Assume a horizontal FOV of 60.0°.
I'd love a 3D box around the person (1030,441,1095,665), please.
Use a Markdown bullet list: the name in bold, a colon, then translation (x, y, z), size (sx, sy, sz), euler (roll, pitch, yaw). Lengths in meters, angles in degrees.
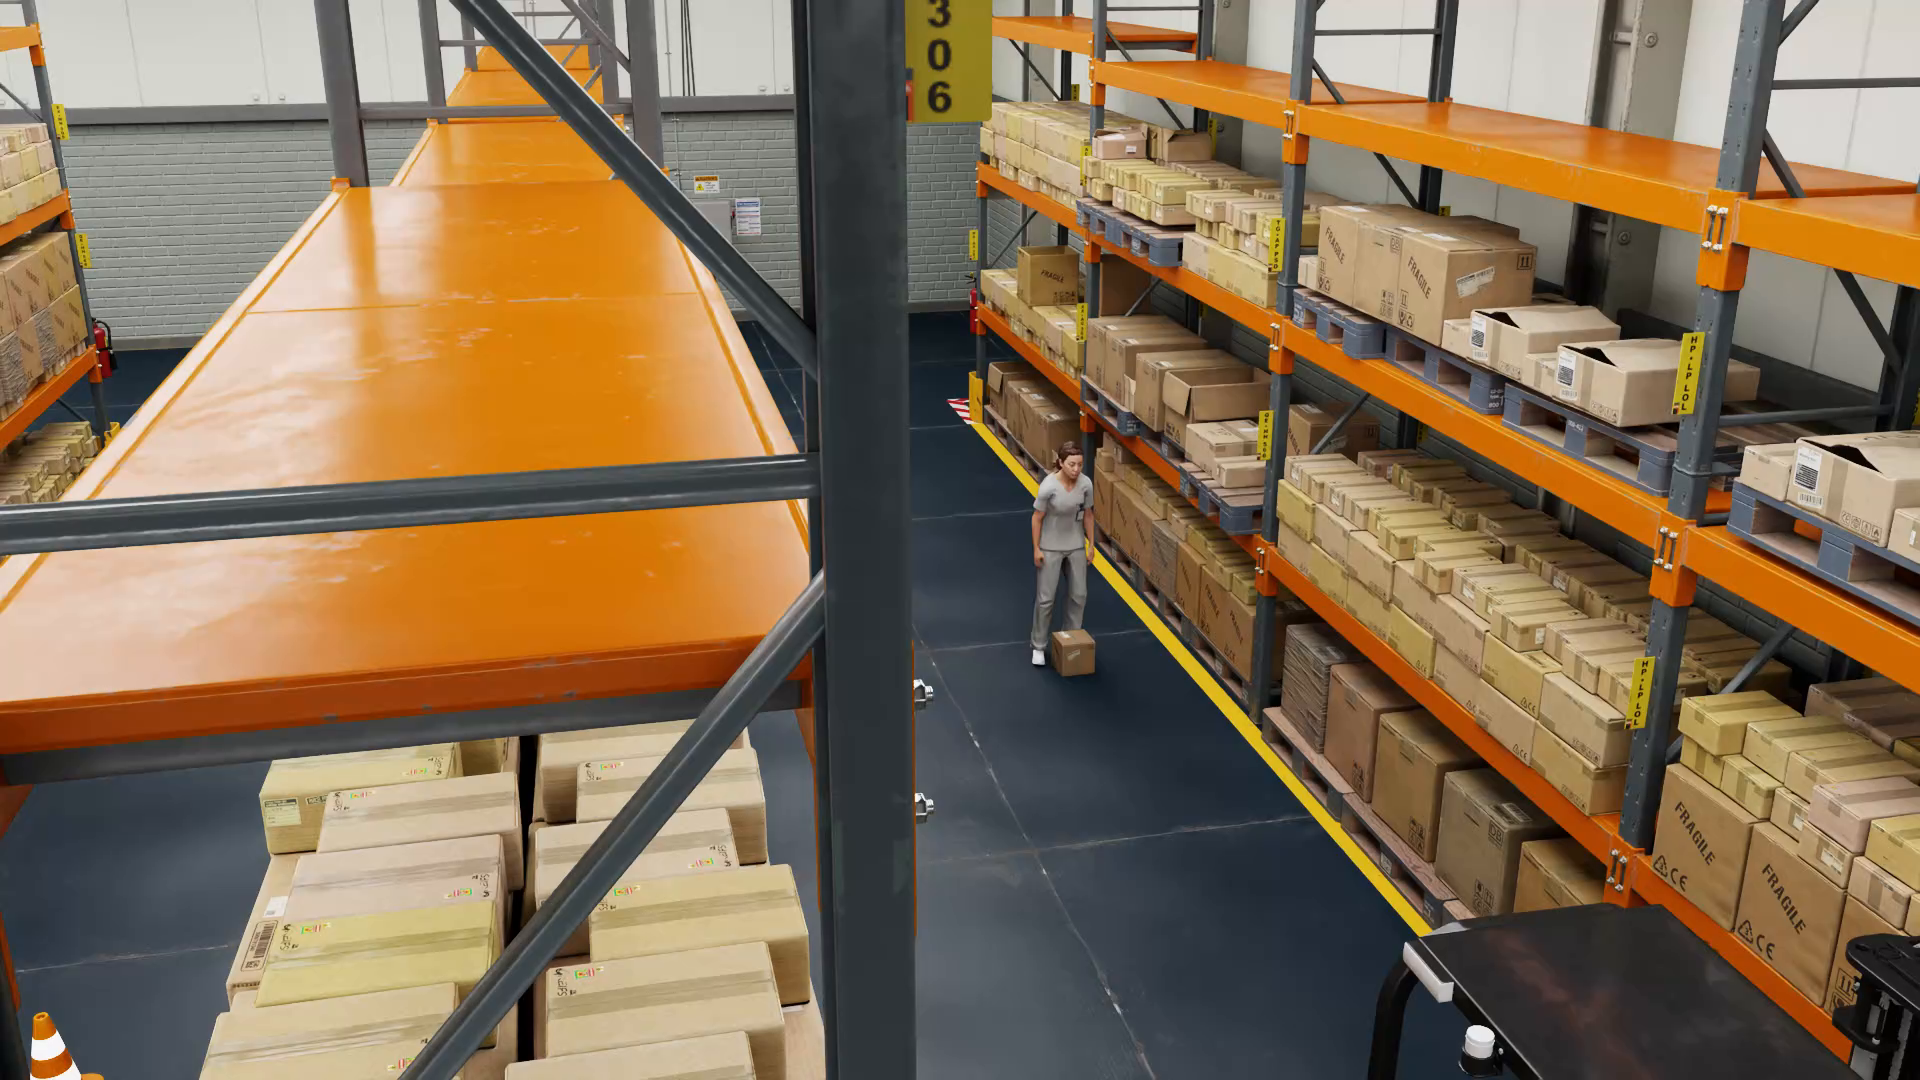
- **person**: translation (0.749, 0.076, 12.145), size (0.510, 1.671, 0.362), euler (-6, 21, -16)
